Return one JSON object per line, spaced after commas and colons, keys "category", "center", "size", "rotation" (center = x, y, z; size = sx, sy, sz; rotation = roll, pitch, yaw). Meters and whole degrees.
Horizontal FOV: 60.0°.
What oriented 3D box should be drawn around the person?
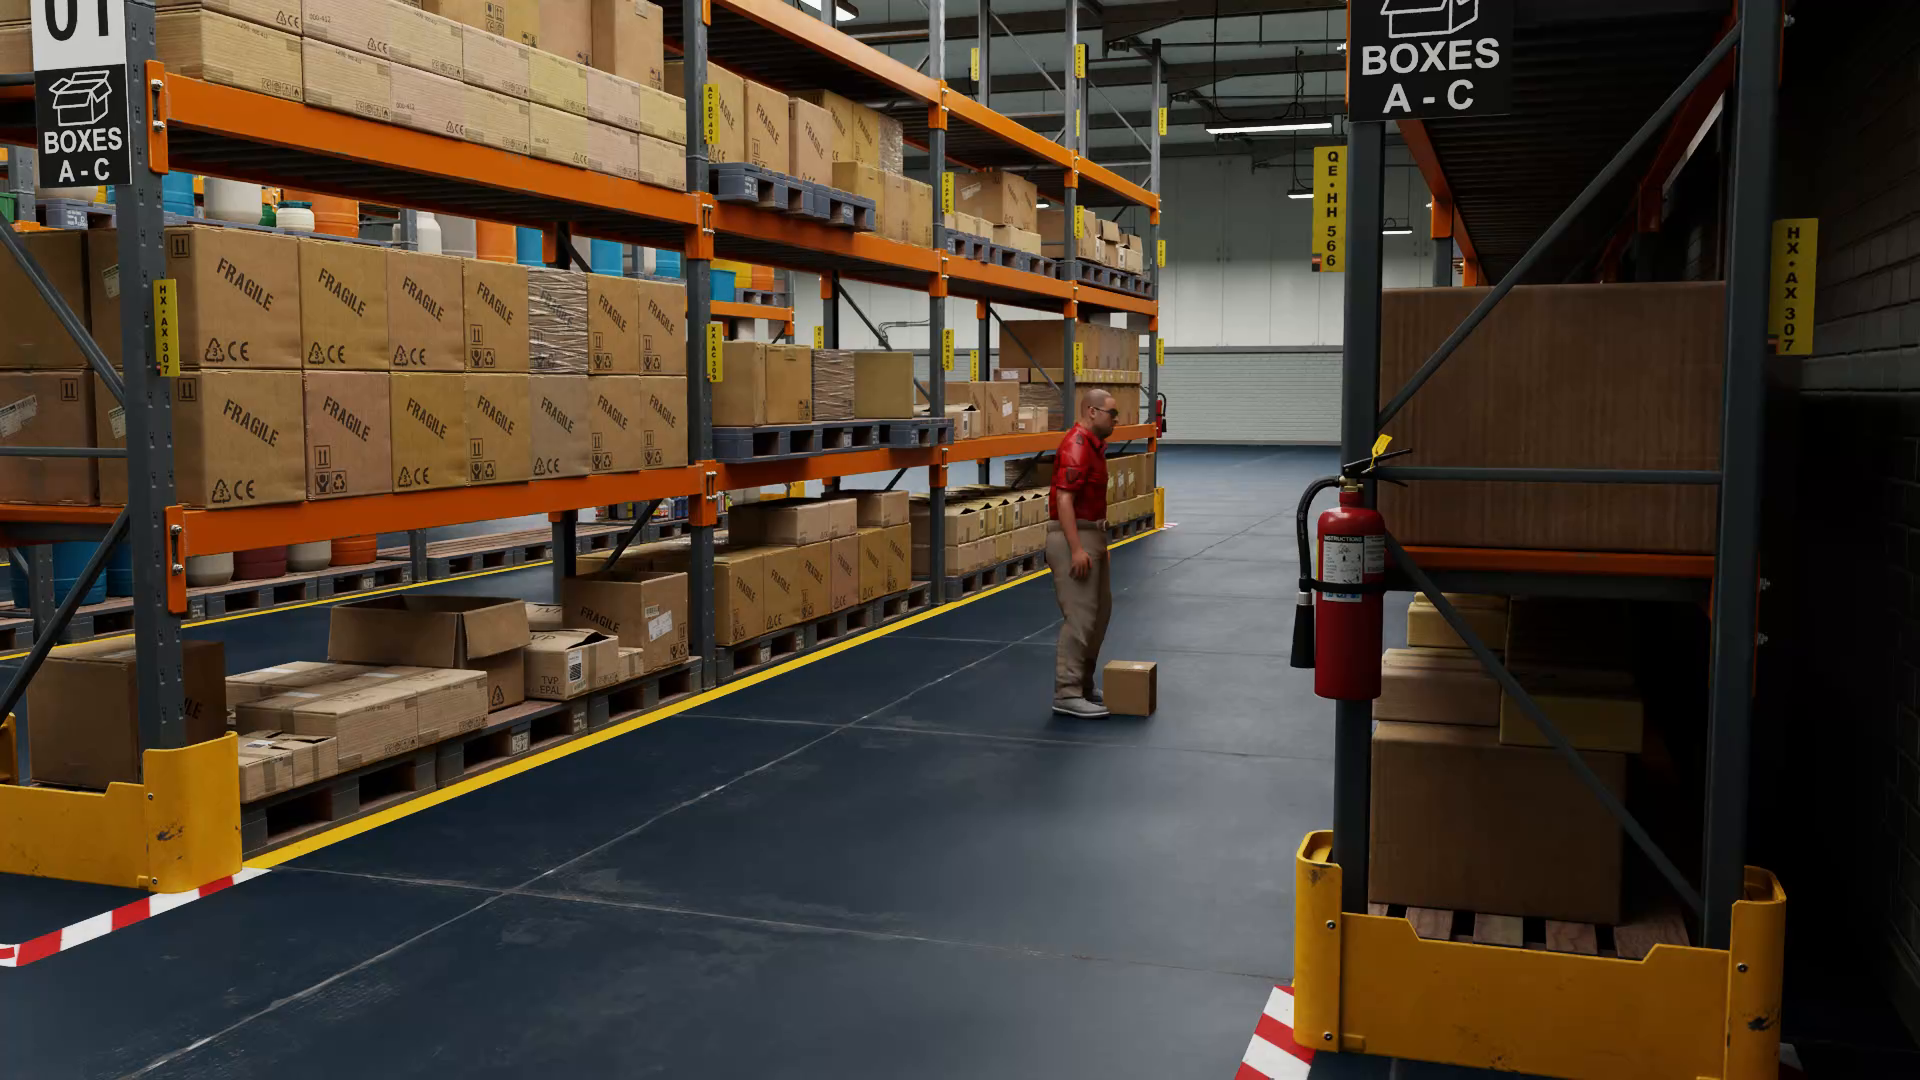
{"category": "person", "center": [0.673, 0.054, 8.963], "size": [0.390, 1.727, 0.585], "rotation": [2, 5, 18]}
